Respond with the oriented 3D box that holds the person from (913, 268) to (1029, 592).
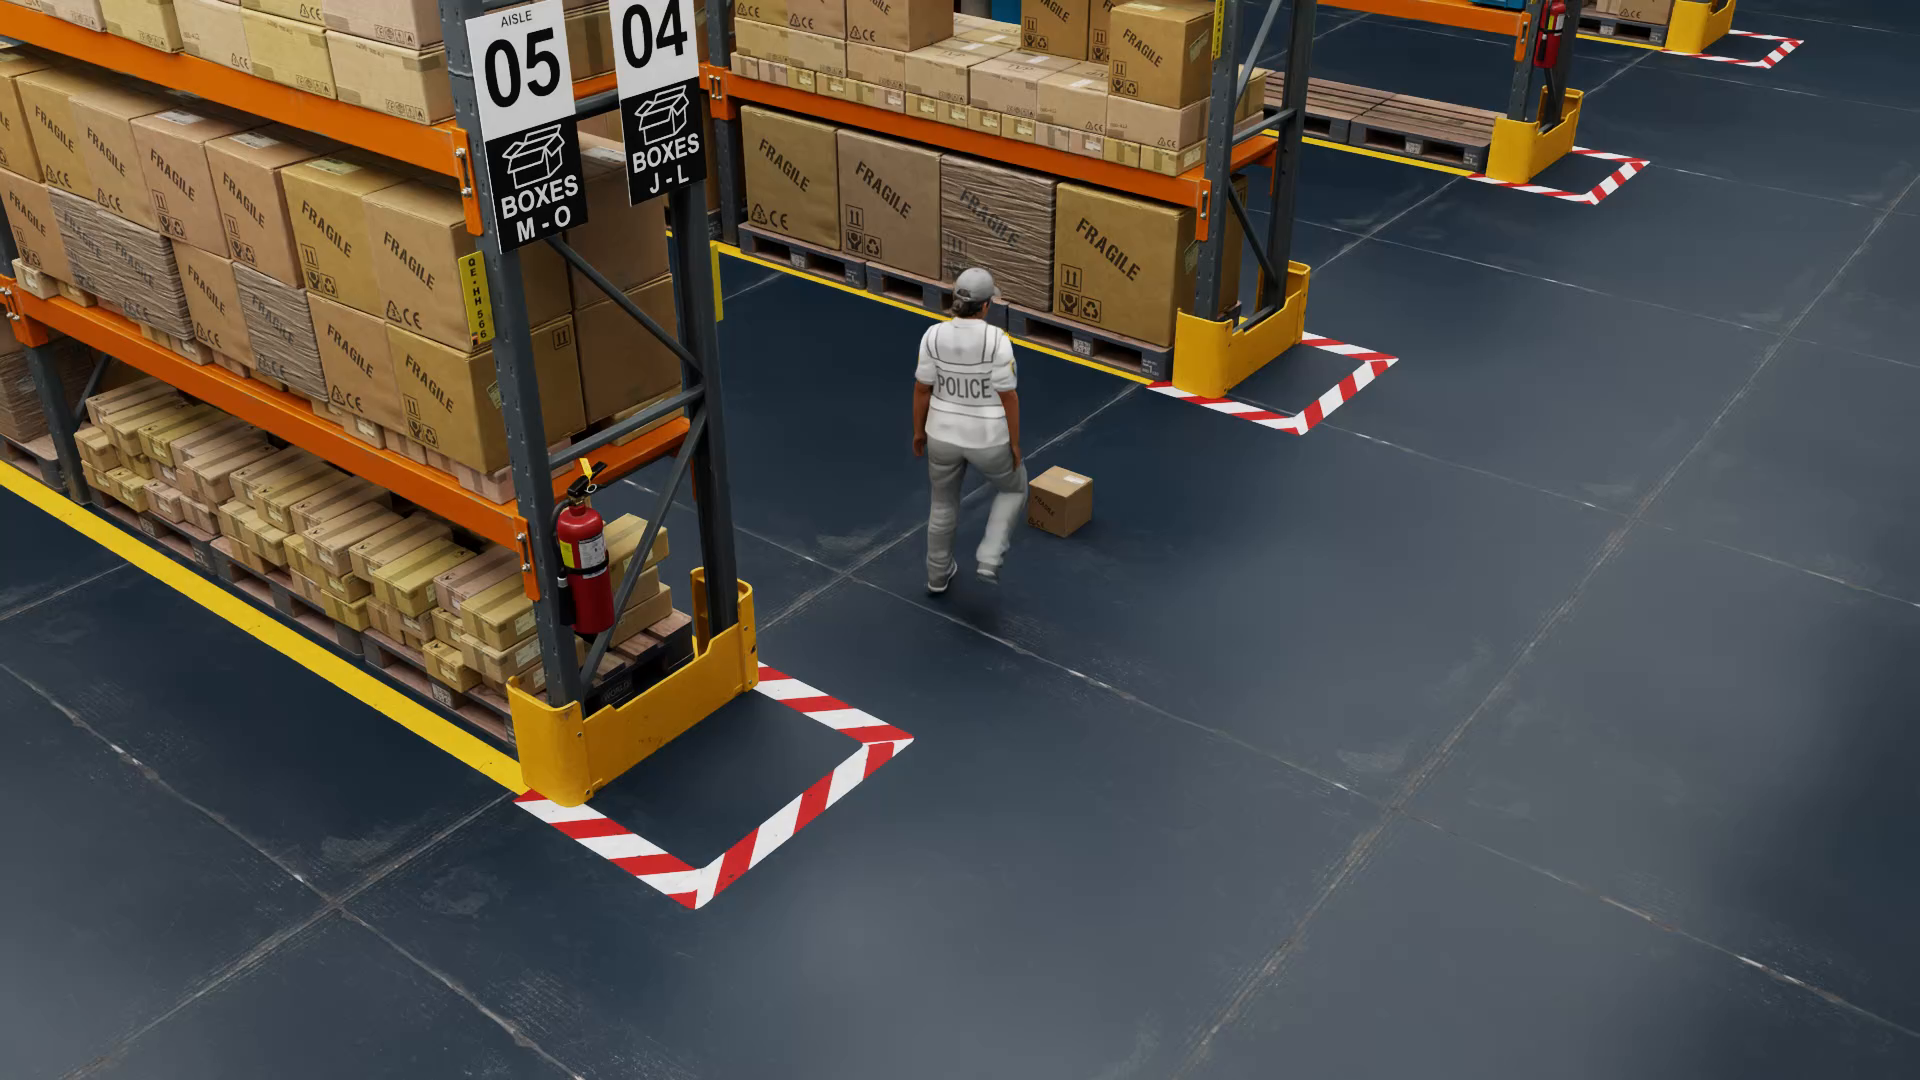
[{"bbox_3d":[0.030,-0.483,7.896,0.548,1.661,0.479,9,32,14],"label":"person"}]
